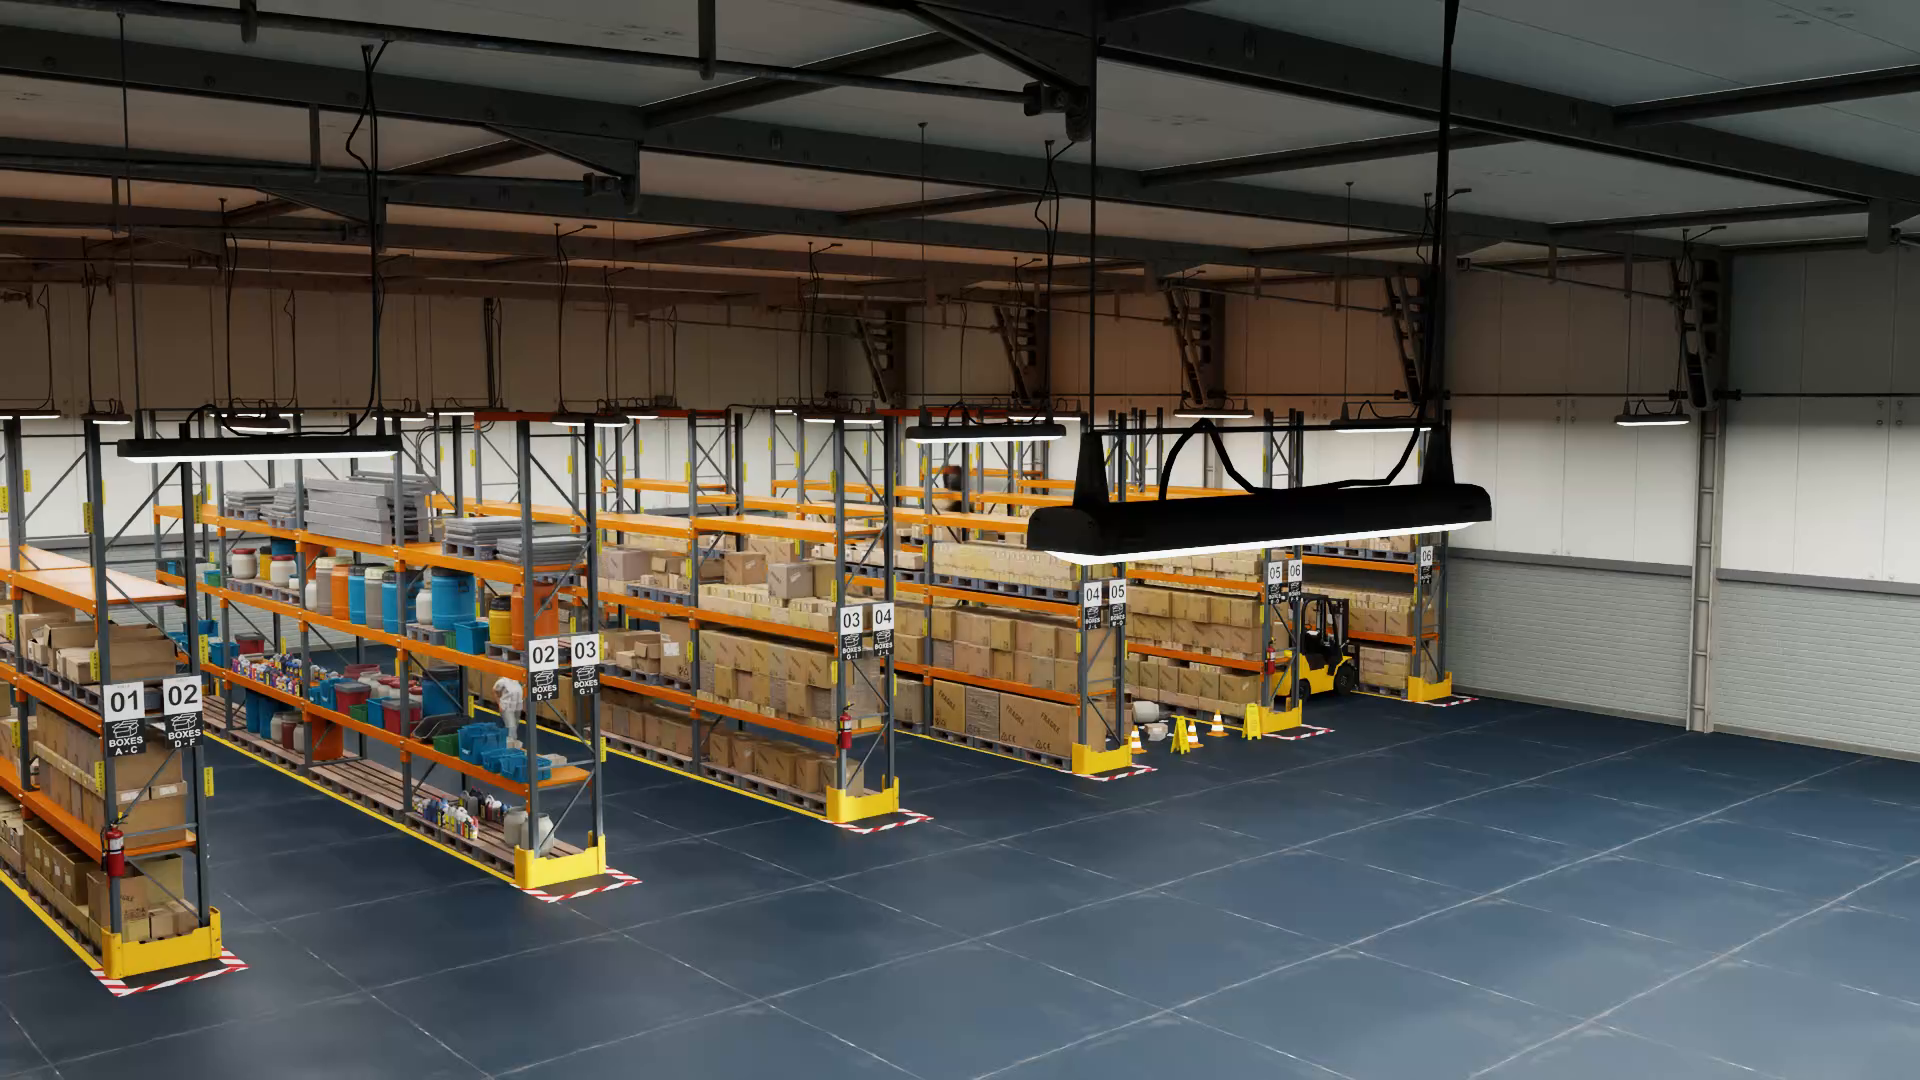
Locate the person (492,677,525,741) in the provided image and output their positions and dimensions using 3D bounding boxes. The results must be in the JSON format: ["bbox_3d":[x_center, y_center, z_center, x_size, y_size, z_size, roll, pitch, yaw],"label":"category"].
[{"bbox_3d":[-7.869,2.965,29.033,0.916,1.663,0.582,4,7,40],"label":"person"}]

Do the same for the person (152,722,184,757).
[{"bbox_3d":[-12.151,3.295,25.325,0.646,1.653,0.588,3,6,29],"label":"person"}]
